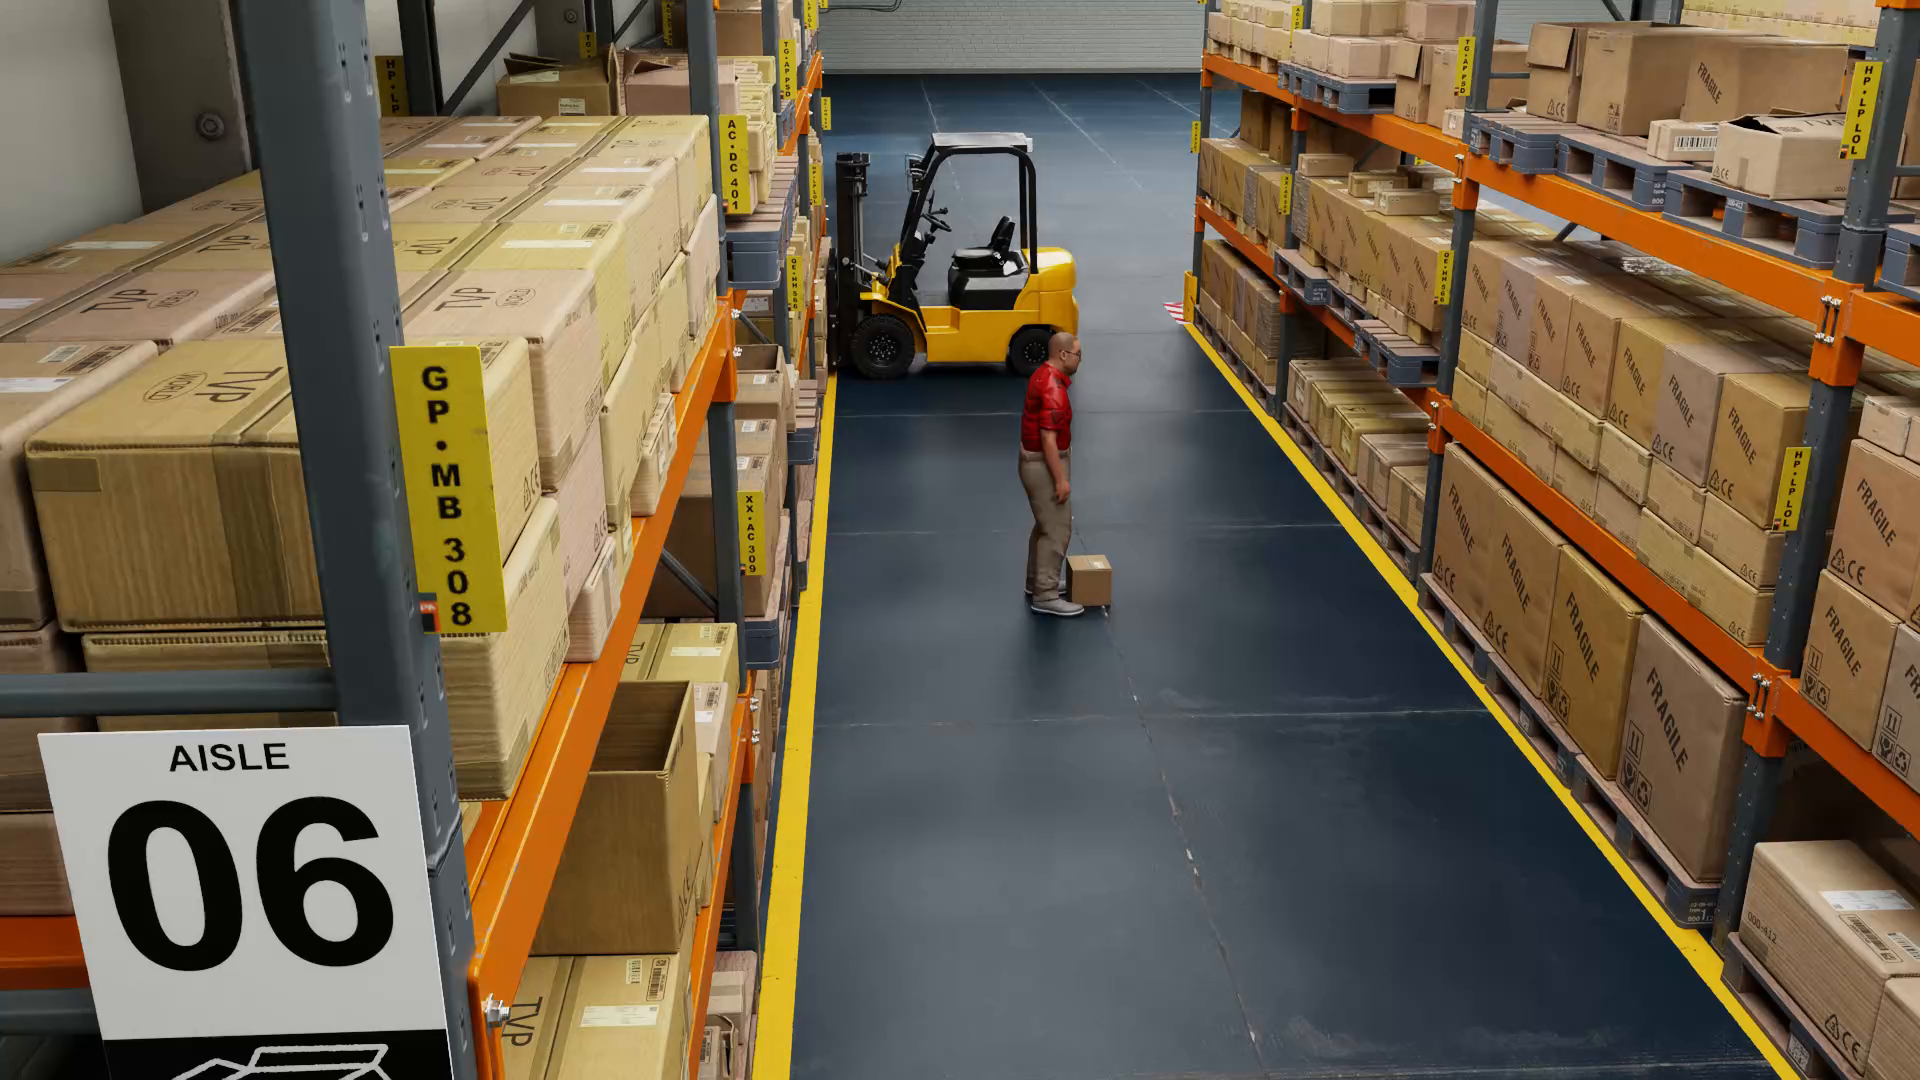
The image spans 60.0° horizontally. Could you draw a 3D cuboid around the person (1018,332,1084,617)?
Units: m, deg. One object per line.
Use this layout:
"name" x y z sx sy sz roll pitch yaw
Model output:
"person" 0.561 -0.428 10.255 0.388 1.726 0.590 -1 20 -4
